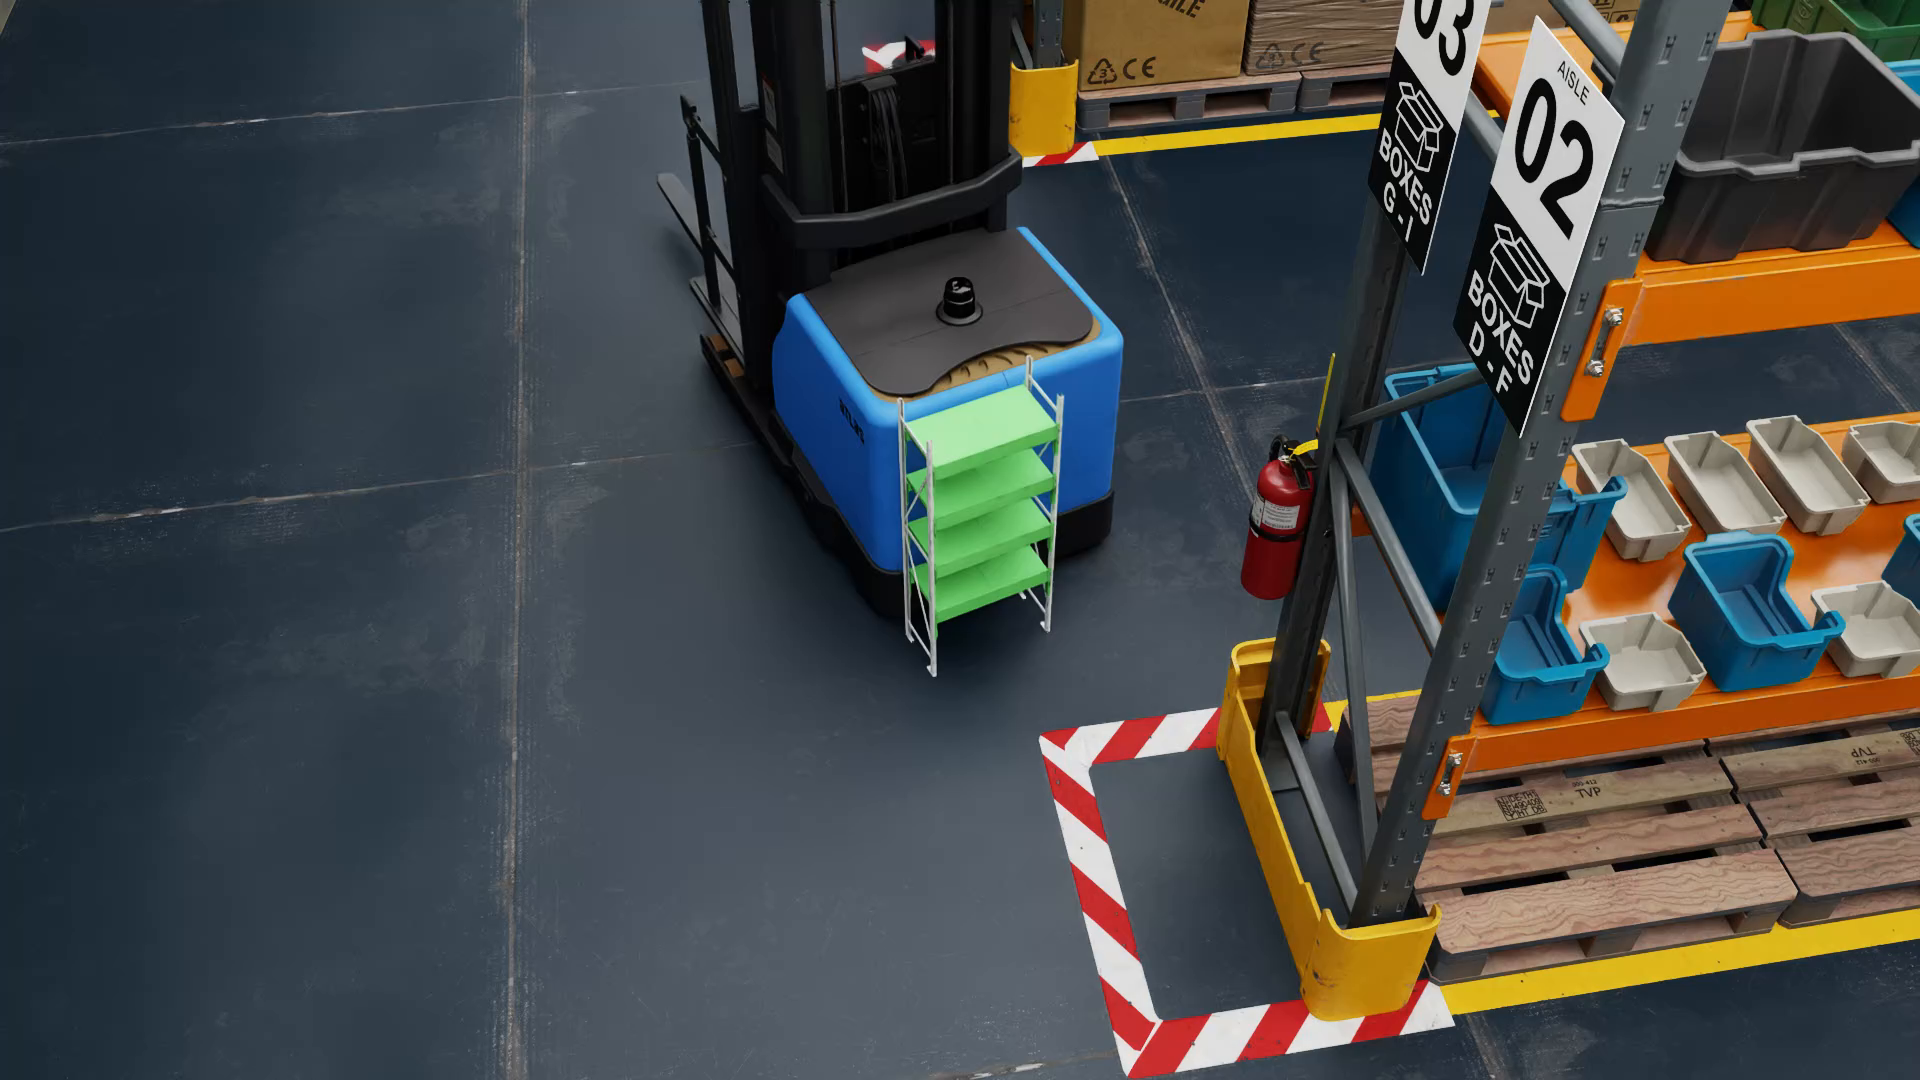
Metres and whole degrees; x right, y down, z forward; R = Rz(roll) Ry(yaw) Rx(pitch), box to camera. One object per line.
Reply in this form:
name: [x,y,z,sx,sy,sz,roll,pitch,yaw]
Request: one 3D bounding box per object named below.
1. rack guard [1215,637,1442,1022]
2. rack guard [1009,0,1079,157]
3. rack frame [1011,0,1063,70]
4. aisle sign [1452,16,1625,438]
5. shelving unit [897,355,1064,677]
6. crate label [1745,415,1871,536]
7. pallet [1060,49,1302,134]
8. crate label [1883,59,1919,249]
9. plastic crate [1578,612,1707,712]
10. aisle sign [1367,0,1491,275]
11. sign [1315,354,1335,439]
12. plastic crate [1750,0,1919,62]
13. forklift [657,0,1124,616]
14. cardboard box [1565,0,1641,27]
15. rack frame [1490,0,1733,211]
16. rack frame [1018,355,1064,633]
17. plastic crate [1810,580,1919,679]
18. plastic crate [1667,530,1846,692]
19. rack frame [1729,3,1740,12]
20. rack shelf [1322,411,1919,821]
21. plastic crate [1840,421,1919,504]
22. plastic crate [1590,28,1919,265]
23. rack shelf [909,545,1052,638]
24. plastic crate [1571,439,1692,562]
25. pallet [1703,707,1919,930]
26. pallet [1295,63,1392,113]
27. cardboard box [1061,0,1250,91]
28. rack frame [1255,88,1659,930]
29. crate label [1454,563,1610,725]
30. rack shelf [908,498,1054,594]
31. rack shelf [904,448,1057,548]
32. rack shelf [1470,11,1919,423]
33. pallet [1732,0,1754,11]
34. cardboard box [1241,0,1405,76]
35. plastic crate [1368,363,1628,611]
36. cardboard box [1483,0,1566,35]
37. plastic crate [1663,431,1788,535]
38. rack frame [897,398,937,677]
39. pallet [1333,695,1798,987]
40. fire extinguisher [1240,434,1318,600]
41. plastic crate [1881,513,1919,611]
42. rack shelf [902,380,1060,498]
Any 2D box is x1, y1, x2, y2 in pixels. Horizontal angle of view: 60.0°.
rack guard: [1.186,0.926,5.510,0.348,0.500,1.175,-7,46,-7]
rack guard: [0.339,-2.597,8.905,0.348,0.500,1.175,-7,46,-7]
rack frame: [0.363,-3.468,8.008,0.127,3.000,1.000,-7,46,-7]
aisle sign: [1.187,-0.635,3.474,0.004,0.787,0.394,-7,46,-7]
shelving unit: [0.069,-0.058,5.973,0.503,1.200,0.258,-20,49,-18]
crate label: [2.538,-0.188,4.990,0.243,0.136,0.396,-7,46,-7]
pallet: [1.137,-2.654,9.160,1.213,0.211,1.003,-7,46,-7]
crate label: [2.171,-0.826,3.483,0.502,0.251,0.408,-7,46,-7]
plastic crate: [1.837,0.340,4.481,0.298,0.136,0.250,-7,46,-7]
aisle sign: [1.086,-1.054,3.877,0.004,0.787,0.394,-7,46,-7]
sign: [1.097,-0.398,4.937,0.005,0.325,0.100,-7,46,-7]
plastic crate: [2.130,-1.244,3.930,0.336,0.188,0.450,-7,46,-7]
forklift: [-0.506,-1.791,6.441,1.130,2.935,3.031,-20,49,-18]
cardboard box: [3.640,-3.343,9.072,0.875,0.875,0.875,-7,46,-7]
rack frame: [1.207,-2.035,2.461,0.127,3.000,1.000,-7,46,-7]
rack frame: [0.287,-0.137,6.049,0.015,1.200,0.240,-20,49,-18]
plastic crate: [2.505,0.257,4.561,0.298,0.136,0.250,-7,46,-7]
plastic crate: [2.155,0.207,4.543,0.300,0.233,0.416,-7,46,-7]
rack frame: [4.304,-3.959,8.481,0.127,3.000,1.000,-7,46,-7]
rack shelf: [3.178,0.051,5.118,4.000,0.370,1.077,-7,46,-7]
plastic crate: [2.827,-0.237,5.037,0.250,0.136,0.298,-7,46,-7]
plastic crate: [1.634,-0.798,3.444,0.590,0.269,0.497,-7,46,-7]
rack shelf: [0.069,0.153,6.192,0.480,0.148,0.258,-20,49,-18]
plastic crate: [1.980,-0.111,4.915,0.243,0.136,0.396,-7,46,-7]
pallet: [3.226,0.793,5.839,1.213,0.211,1.003,-7,46,-7]
pallet: [2.337,-2.801,9.302,1.213,0.211,1.003,-7,46,-7]
cardboard box: [0.980,-3.011,8.752,0.875,0.875,0.875,-7,46,-7]
rack frame: [1.207,0.047,4.622,0.127,3.000,1.000,-7,46,-7]
crate label: [1.507,0.287,4.465,0.303,0.233,0.416,-7,46,-7]
rack shelf: [0.069,-0.014,6.019,0.480,0.148,0.258,-20,49,-18]
rack shelf: [0.069,-0.180,5.846,0.480,0.148,0.258,-20,49,-18]
rack shelf: [3.178,-0.990,4.037,4.000,0.370,1.077,-7,46,-7]
pallet: [5.051,-3.140,9.628,1.213,0.211,1.003,-7,46,-7]
cardboard box: [1.876,-3.123,8.860,0.875,0.875,0.875,-7,46,-7]
plastic crate: [1.505,-0.160,4.755,0.499,0.435,0.616,-7,46,-7]
cardboard box: [2.753,-3.233,8.965,0.875,0.875,0.875,-7,46,-7]
plastic crate: [2.268,-0.136,4.940,0.243,0.136,0.396,-7,46,-7]
rack frame: [-0.149,0.021,5.896,0.015,1.200,0.240,-20,49,-18]
pallet: [2.026,0.941,5.697,1.213,0.211,1.003,-7,46,-7]
fire extinguisher: [0.981,-0.101,5.077,0.183,0.674,0.296,-7,46,-7]
plastic crate: [2.804,0.126,4.620,0.300,0.233,0.416,-7,46,-7]
rack shelf: [0.069,-0.346,5.673,0.480,0.148,0.258,-20,49,-18]
